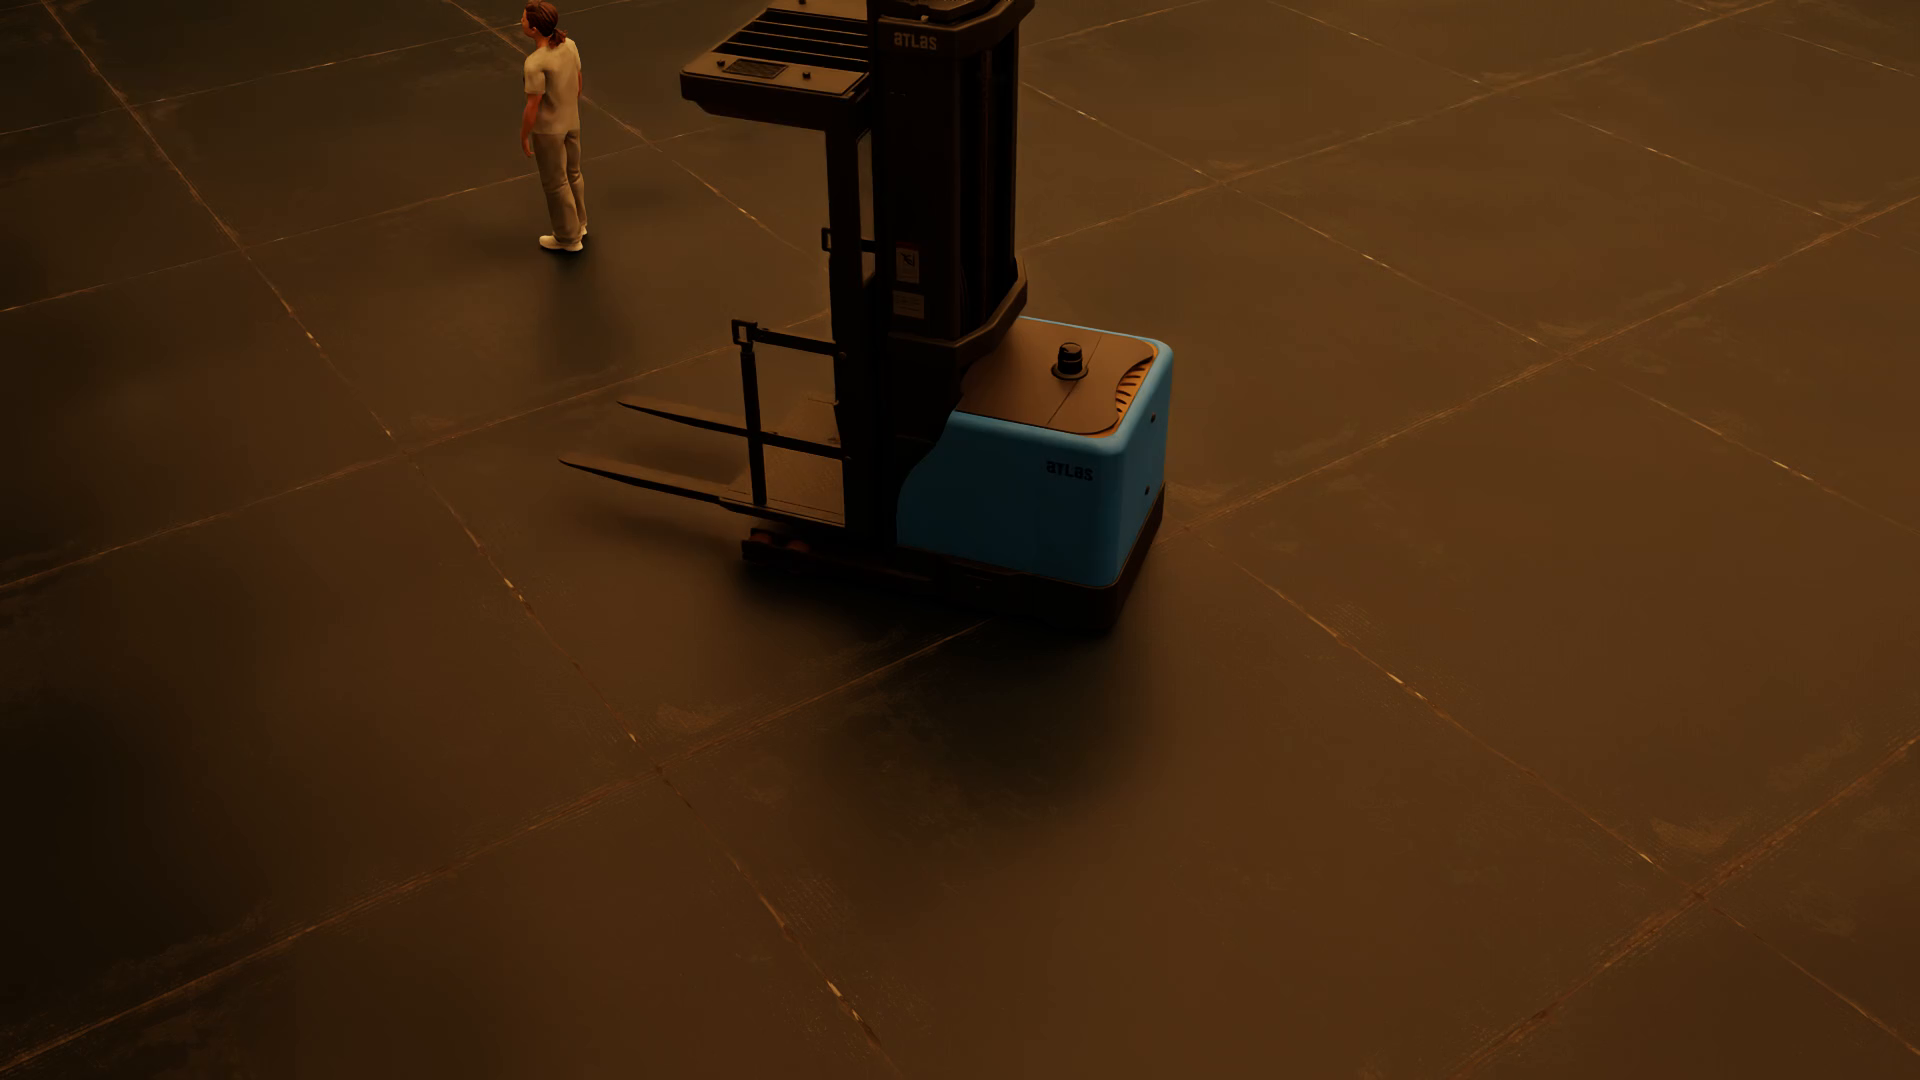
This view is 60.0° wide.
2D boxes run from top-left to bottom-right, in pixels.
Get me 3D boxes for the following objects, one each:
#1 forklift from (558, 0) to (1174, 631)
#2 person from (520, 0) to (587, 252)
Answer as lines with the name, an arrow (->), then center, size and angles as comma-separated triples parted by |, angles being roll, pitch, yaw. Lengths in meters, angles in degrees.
forklift -> -0.547, -1.291, 7.691 | 3.031, 2.935, 1.130 | 12, 38, 16
person -> -2.619, -2.621, 10.534 | 0.549, 1.674, 0.549 | 17, 40, 22
